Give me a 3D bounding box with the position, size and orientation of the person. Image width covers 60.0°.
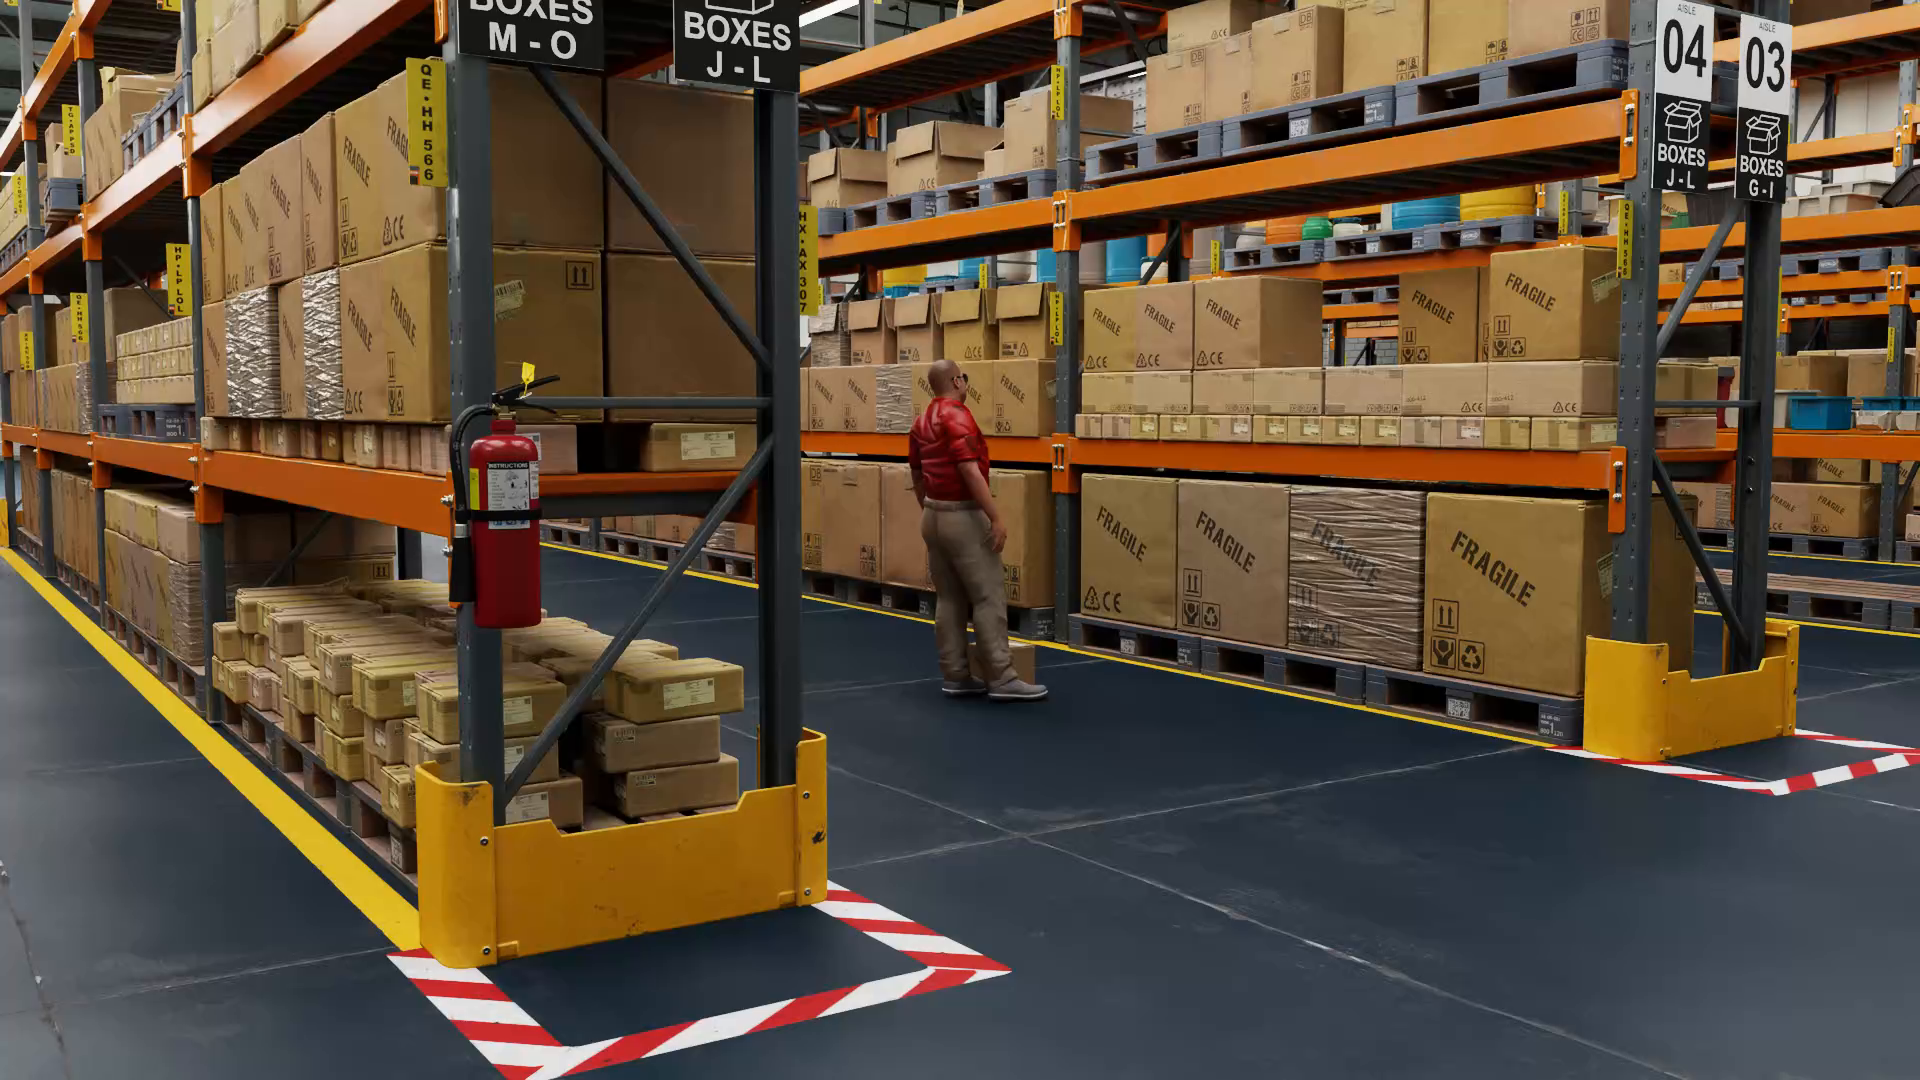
[{"bbox_3d":[0.073,-0.062,8.560,0.550,1.727,0.641,-3,6,-34],"label":"person"}]
